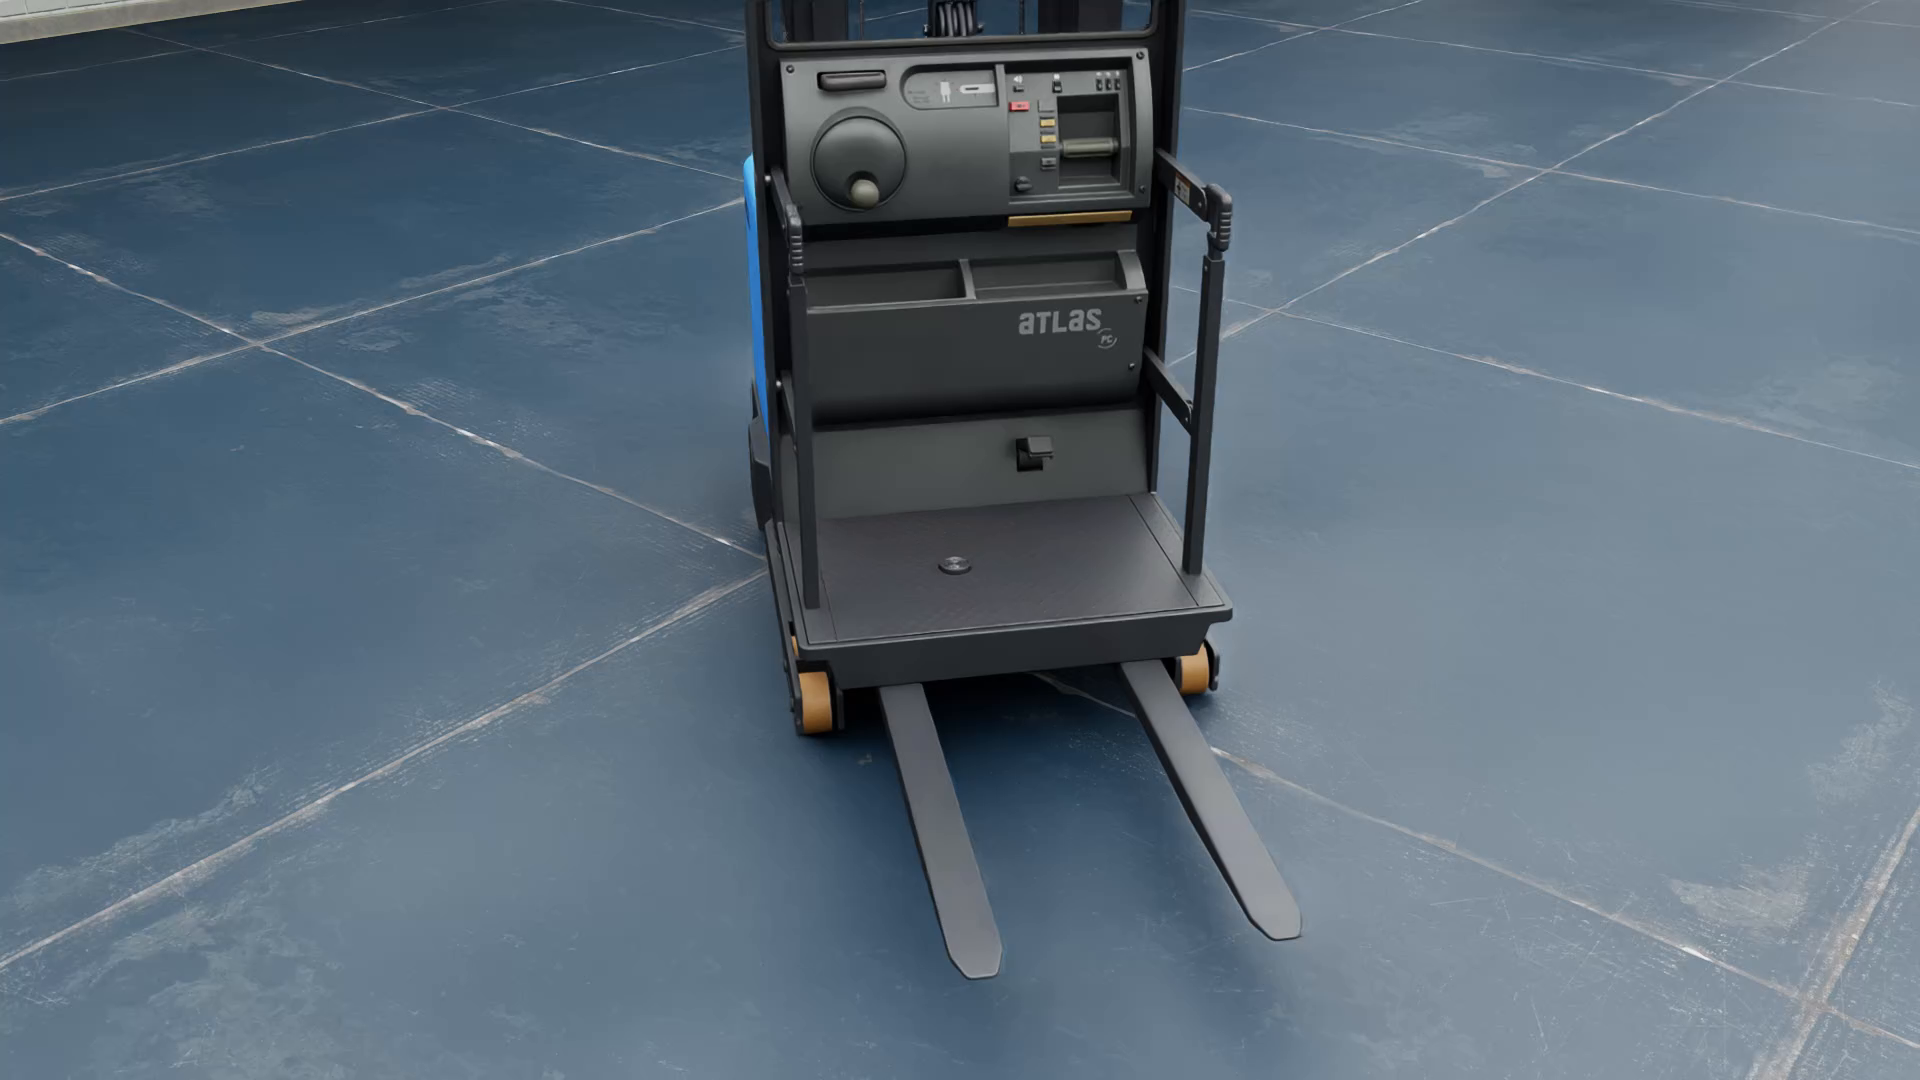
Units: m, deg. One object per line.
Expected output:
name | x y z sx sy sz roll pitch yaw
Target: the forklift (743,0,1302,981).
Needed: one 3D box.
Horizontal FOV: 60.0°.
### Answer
forklift | 0.066 -0.983 3.960 1.130 2.935 3.031 -5 28 -9
